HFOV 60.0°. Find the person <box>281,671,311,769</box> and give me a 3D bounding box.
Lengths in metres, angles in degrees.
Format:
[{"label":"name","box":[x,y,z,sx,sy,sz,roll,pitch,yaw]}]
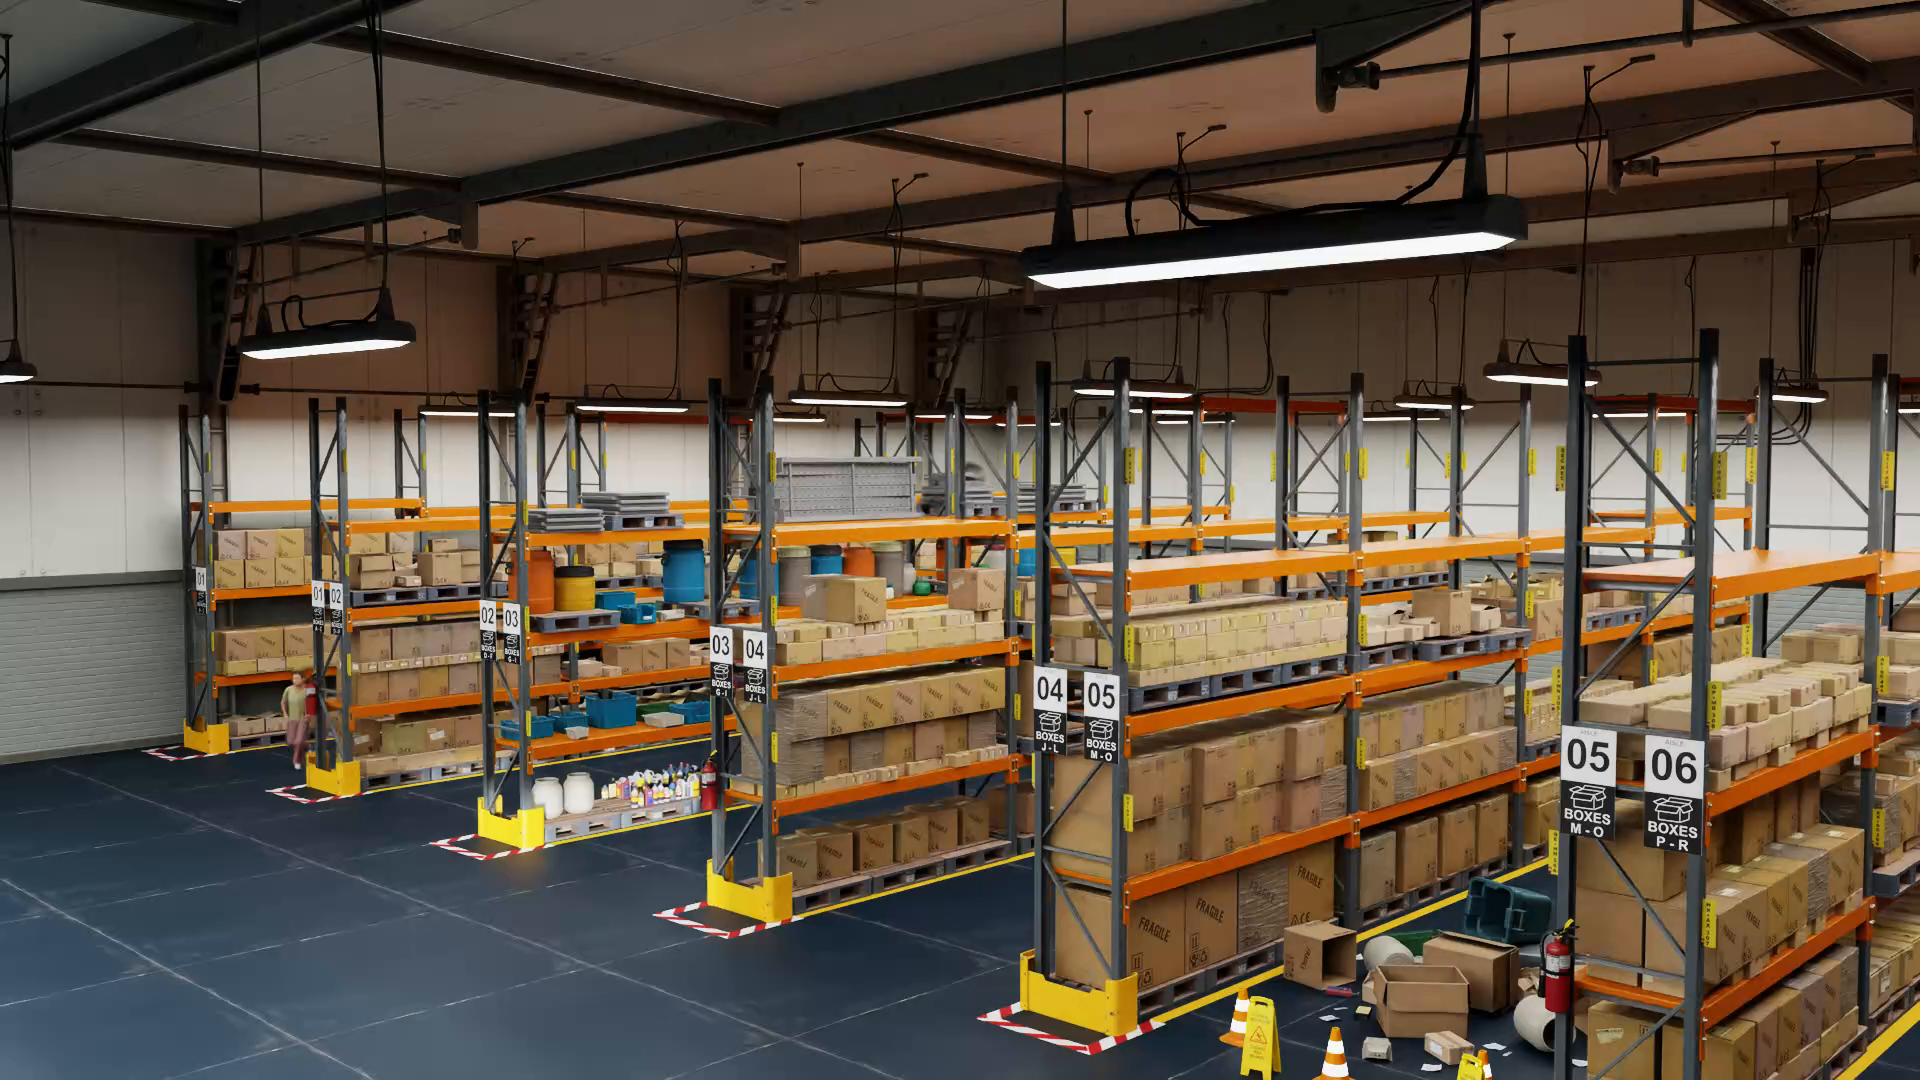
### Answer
[{"label":"person","box":[-10.805,2.934,27.260,0.580,1.610,0.557,0,3,0]}]
